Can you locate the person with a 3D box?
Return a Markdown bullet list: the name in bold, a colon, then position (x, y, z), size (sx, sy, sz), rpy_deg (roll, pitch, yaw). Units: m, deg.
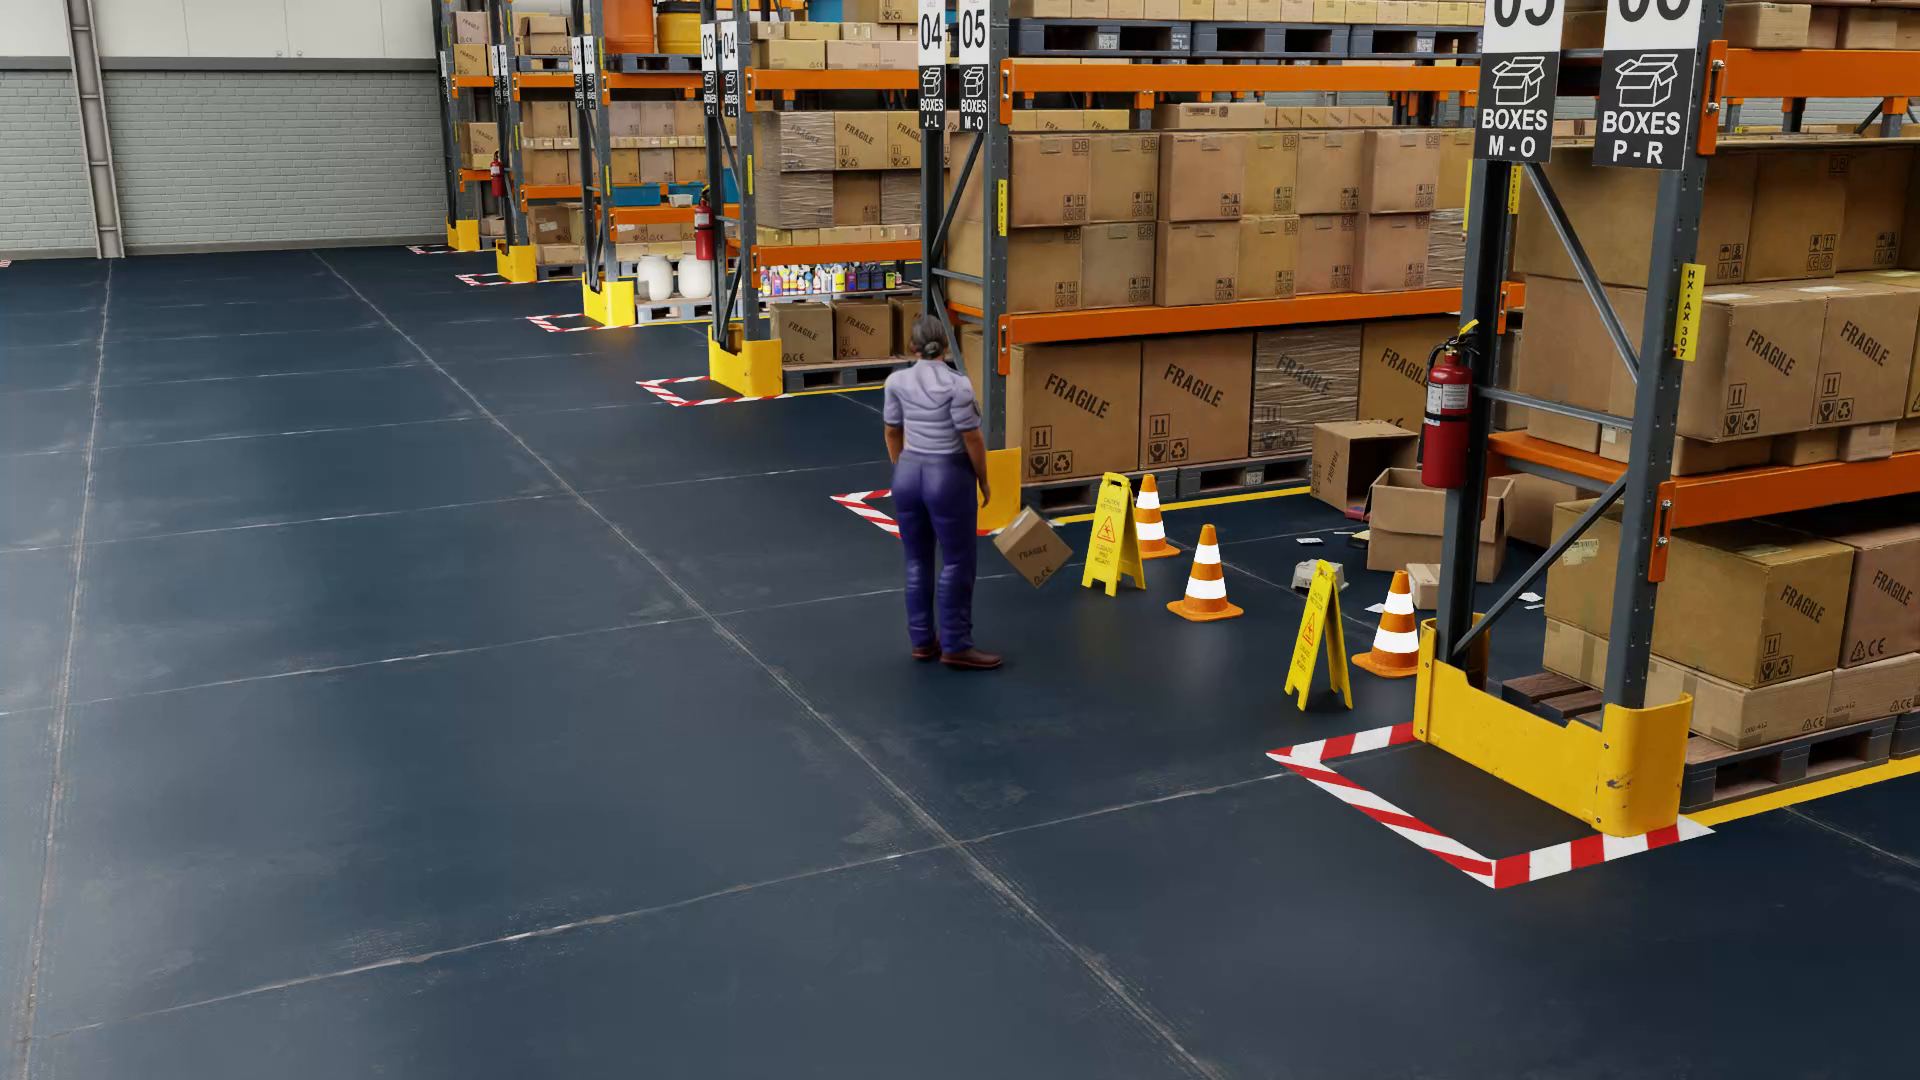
- **person**: position (-0.067, -0.227, 7.855), size (0.604, 1.645, 0.362), rpy_deg (8, 17, 26)
